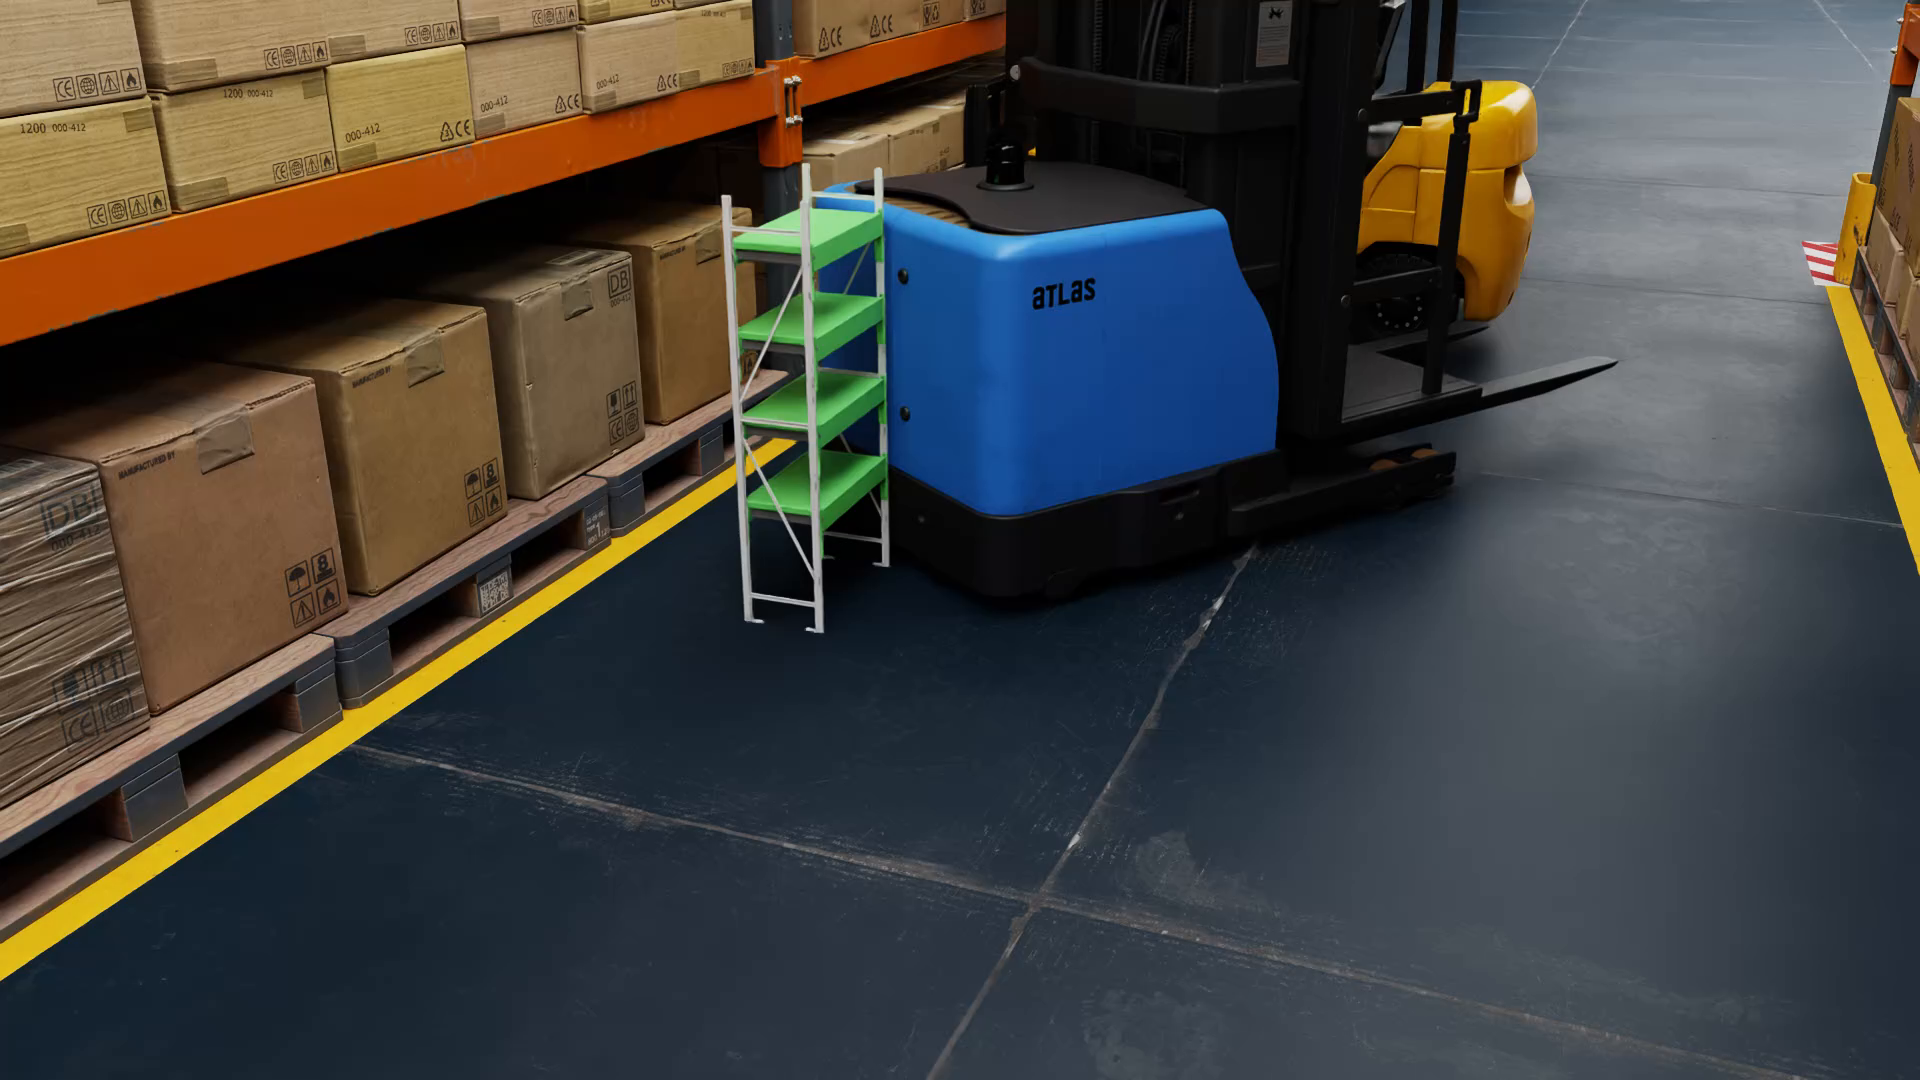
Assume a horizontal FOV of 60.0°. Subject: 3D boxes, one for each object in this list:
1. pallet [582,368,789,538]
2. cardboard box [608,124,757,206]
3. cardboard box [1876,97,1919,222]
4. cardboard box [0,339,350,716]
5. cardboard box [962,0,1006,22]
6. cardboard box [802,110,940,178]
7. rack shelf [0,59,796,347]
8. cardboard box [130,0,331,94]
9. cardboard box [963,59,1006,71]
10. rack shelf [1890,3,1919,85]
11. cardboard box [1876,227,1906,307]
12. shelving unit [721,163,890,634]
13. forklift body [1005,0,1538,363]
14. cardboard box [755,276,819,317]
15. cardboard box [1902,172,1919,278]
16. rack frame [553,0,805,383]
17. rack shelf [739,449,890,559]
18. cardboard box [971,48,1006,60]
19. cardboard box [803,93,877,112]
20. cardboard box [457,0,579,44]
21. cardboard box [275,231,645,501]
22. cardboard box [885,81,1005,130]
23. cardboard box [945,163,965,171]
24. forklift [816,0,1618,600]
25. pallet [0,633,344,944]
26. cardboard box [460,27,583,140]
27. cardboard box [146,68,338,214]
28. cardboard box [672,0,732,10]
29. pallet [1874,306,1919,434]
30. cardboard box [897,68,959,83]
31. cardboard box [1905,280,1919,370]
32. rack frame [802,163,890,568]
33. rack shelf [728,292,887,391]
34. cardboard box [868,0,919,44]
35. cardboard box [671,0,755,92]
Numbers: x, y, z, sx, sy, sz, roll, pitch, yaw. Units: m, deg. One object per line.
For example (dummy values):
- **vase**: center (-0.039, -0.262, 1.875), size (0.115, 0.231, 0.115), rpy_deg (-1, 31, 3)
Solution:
- **pallet**: center (-1.318, -0.386, 5.900), size (1.003, 0.211, 1.213), rpy_deg (9, 24, 20)
- **cardboard box**: center (-1.077, -1.532, 6.751), size (0.500, 0.250, 0.500), rpy_deg (9, 24, 21)
- **cardboard box**: center (4.451, -1.677, 7.423), size (0.500, 0.500, 0.500), rpy_deg (8, 24, 18)
- **cardboard box**: center (-2.086, -0.065, 4.049), size (0.875, 0.625, 0.625), rpy_deg (10, 25, 22)
- **cardboard box**: center (-0.101, -2.656, 7.588), size (0.500, 0.500, 0.500), rpy_deg (9, 24, 20)
- **cardboard box**: center (-0.410, -1.638, 7.005), size (0.500, 0.250, 0.500), rpy_deg (9, 24, 20)
- **rack shelf**: center (-1.823, -0.894, 4.432), size (1.077, 0.370, 4.000), rpy_deg (9, 24, 20)
- **cardboard box**: center (-1.776, -1.159, 3.680), size (0.500, 0.250, 0.500), rpy_deg (8, 24, 19)
- **cardboard box**: center (0.340, -2.367, 8.749), size (0.500, 0.250, 0.500), rpy_deg (9, 24, 21)
- **rack shelf**: center (4.273, -1.616, 6.161), size (1.077, 0.370, 4.000), rpy_deg (9, 24, 20)
- **cardboard box**: center (4.262, -1.158, 7.154), size (0.500, 0.250, 0.500), rpy_deg (10, 25, 22)
- **shelving unit**: center (-0.410, -0.398, 4.647), size (0.258, 1.200, 0.503), rpy_deg (8, 24, 18)
- **forklift body**: center (1.395, -2.042, 7.348), size (2.313, 2.155, 1.214), rpy_deg (9, 24, 20)
- **cardboard box**: center (-0.593, -0.992, 6.757), size (0.500, 0.250, 0.500), rpy_deg (9, 24, 21)
- **cardboard box**: center (4.067, -1.311, 6.547), size (0.500, 0.500, 0.500), rpy_deg (9, 24, 21)
- **rack frame**: center (-1.080, -1.942, 6.007), size (1.000, 3.000, 0.127), rpy_deg (9, 24, 20)
- **rack shelf**: center (-0.410, -0.118, 4.764), size (0.258, 0.148, 0.480), rpy_deg (8, 24, 18)
- **cardboard box**: center (0.051, -2.615, 9.343), size (0.500, 0.250, 0.500), rpy_deg (8, 24, 19)
- **cardboard box**: center (-0.702, -1.895, 7.619), size (0.500, 0.250, 0.500), rpy_deg (9, 24, 20)
- **cardboard box**: center (-1.405, -1.524, 4.552), size (0.500, 0.250, 0.500), rpy_deg (9, 24, 21)
- **cardboard box**: center (-1.559, -0.575, 5.271), size (0.875, 0.625, 0.625), rpy_deg (9, 24, 20)
- **cardboard box**: center (-0.034, -2.004, 7.882), size (0.500, 0.250, 0.500), rpy_deg (8, 24, 19)
- **cardboard box**: center (-0.231, -1.585, 7.527), size (0.500, 0.250, 0.500), rpy_deg (9, 24, 20)
- **forklift**: center (1.055, -1.603, 5.286), size (3.031, 2.935, 1.130), rpy_deg (-15, 27, -31)
- **pallet**: center (-2.224, 0.487, 3.809), size (1.003, 0.211, 1.213), rpy_deg (9, 24, 20)
- **cardboard box**: center (-1.419, -1.301, 4.667), size (0.500, 0.250, 0.500), rpy_deg (9, 24, 20)
- **cardboard box**: center (-1.798, -0.930, 3.778), size (0.500, 0.250, 0.500), rpy_deg (8, 24, 18)
- **cardboard box**: center (-1.025, -1.891, 5.431), size (0.500, 0.250, 0.500), rpy_deg (8, 24, 19)
- **pallet**: center (4.198, -0.629, 6.483), size (1.003, 0.211, 1.213), rpy_deg (9, 24, 20)
- **cardboard box**: center (-0.327, -2.258, 8.489), size (0.500, 0.250, 0.500), rpy_deg (9, 24, 20)
- **cardboard box**: center (3.881, -0.781, 6.250), size (0.500, 0.250, 0.500), rpy_deg (9, 24, 21)
- **rack frame**: center (-0.328, -0.487, 4.859), size (0.240, 1.200, 0.015), rpy_deg (8, 24, 18)
- **rack shelf**: center (-0.410, -0.561, 4.579), size (0.258, 0.148, 0.480), rpy_deg (8, 24, 18)
- **cardboard box**: center (-0.495, -2.298, 6.730), size (0.500, 0.500, 0.500), rpy_deg (9, 24, 21)
- **cardboard box**: center (-1.025, -1.655, 5.514), size (0.500, 0.250, 0.500), rpy_deg (9, 24, 21)
